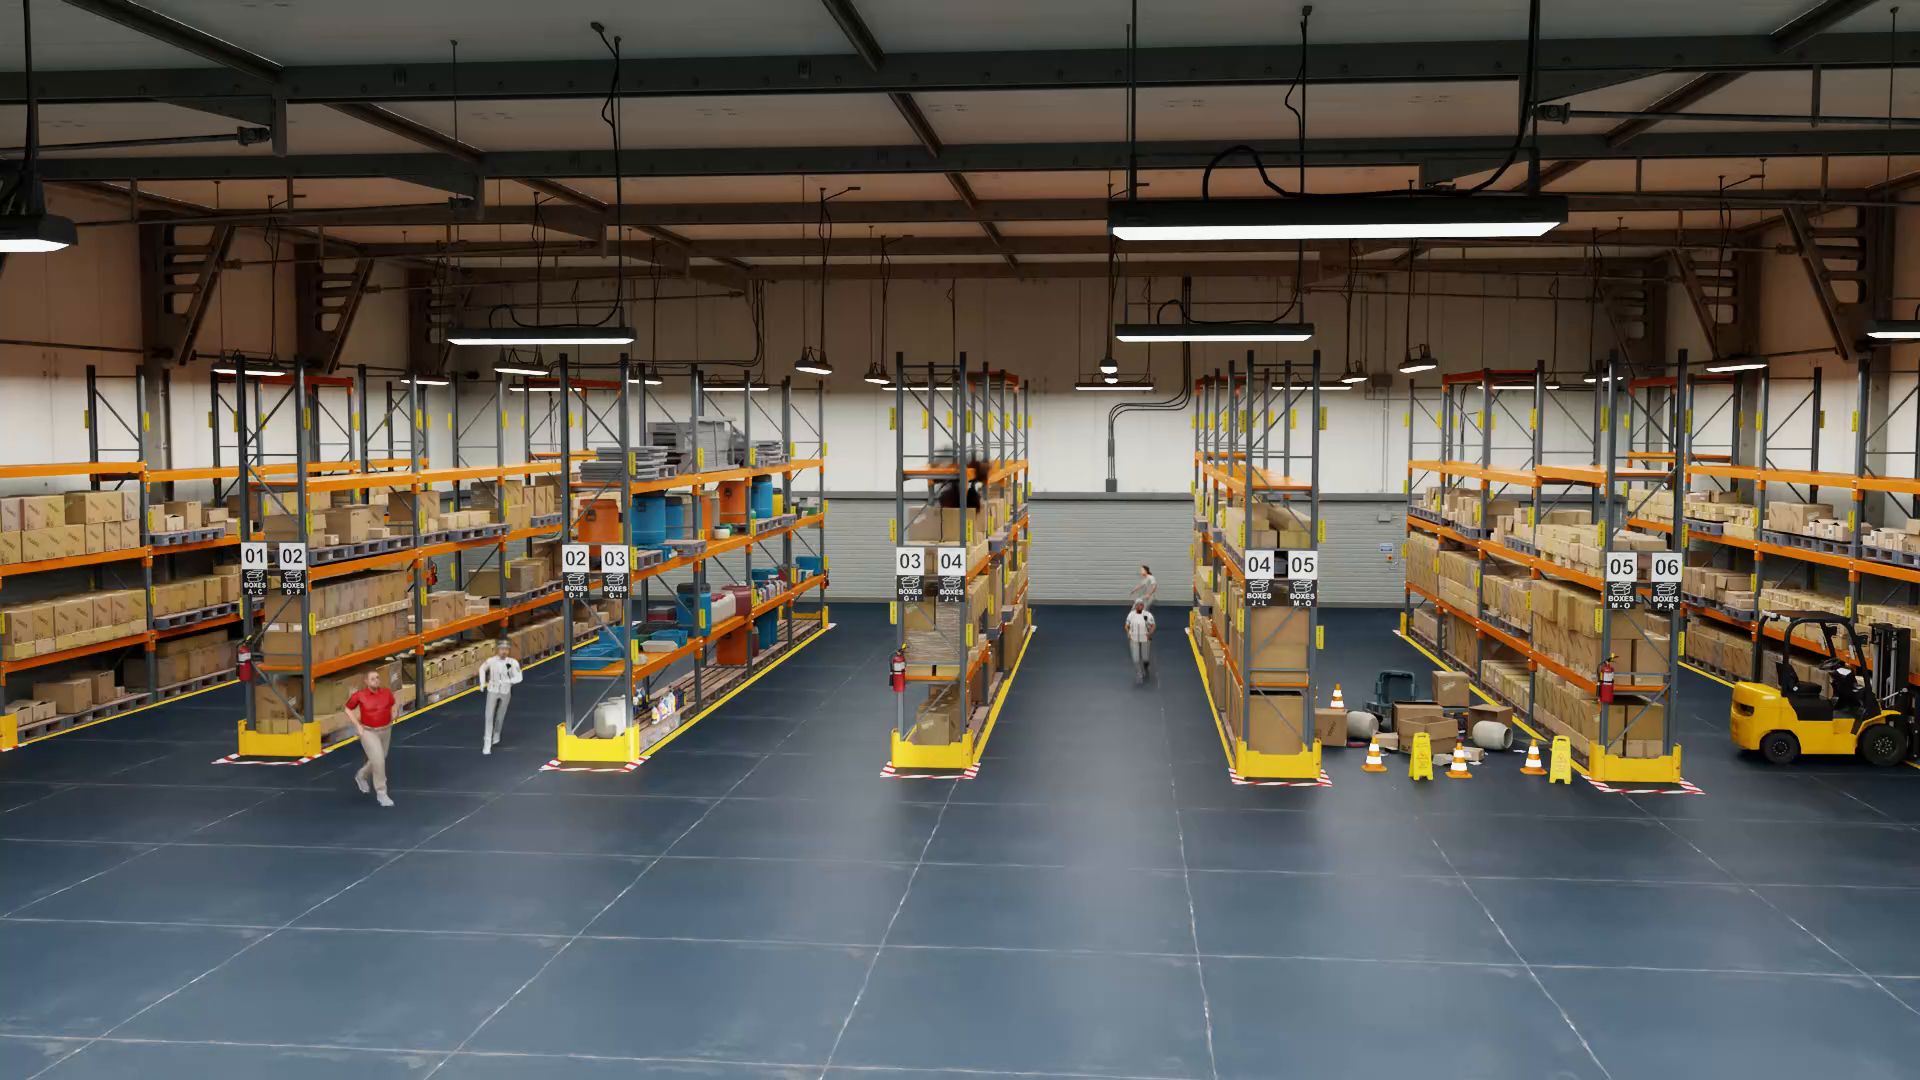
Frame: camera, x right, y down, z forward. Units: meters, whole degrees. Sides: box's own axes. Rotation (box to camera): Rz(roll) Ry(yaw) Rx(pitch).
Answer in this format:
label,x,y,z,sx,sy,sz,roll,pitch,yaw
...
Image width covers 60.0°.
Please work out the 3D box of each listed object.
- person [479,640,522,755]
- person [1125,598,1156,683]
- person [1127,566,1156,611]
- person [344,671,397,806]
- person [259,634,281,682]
label,x,y,z,sx,sy,sz,roll,pitch,yaw
person,-7.017,2.371,25.430,0.641,1.719,0.865,-1,4,-14
person,3.448,1.928,31.881,0.586,1.621,0.543,1,4,11
person,4.404,1.383,40.088,0.456,1.550,0.764,-3,5,-33
person,-7.724,2.590,21.955,0.912,1.743,0.646,3,5,38
person,-11.833,2.167,28.700,0.514,1.631,0.653,0,4,1
